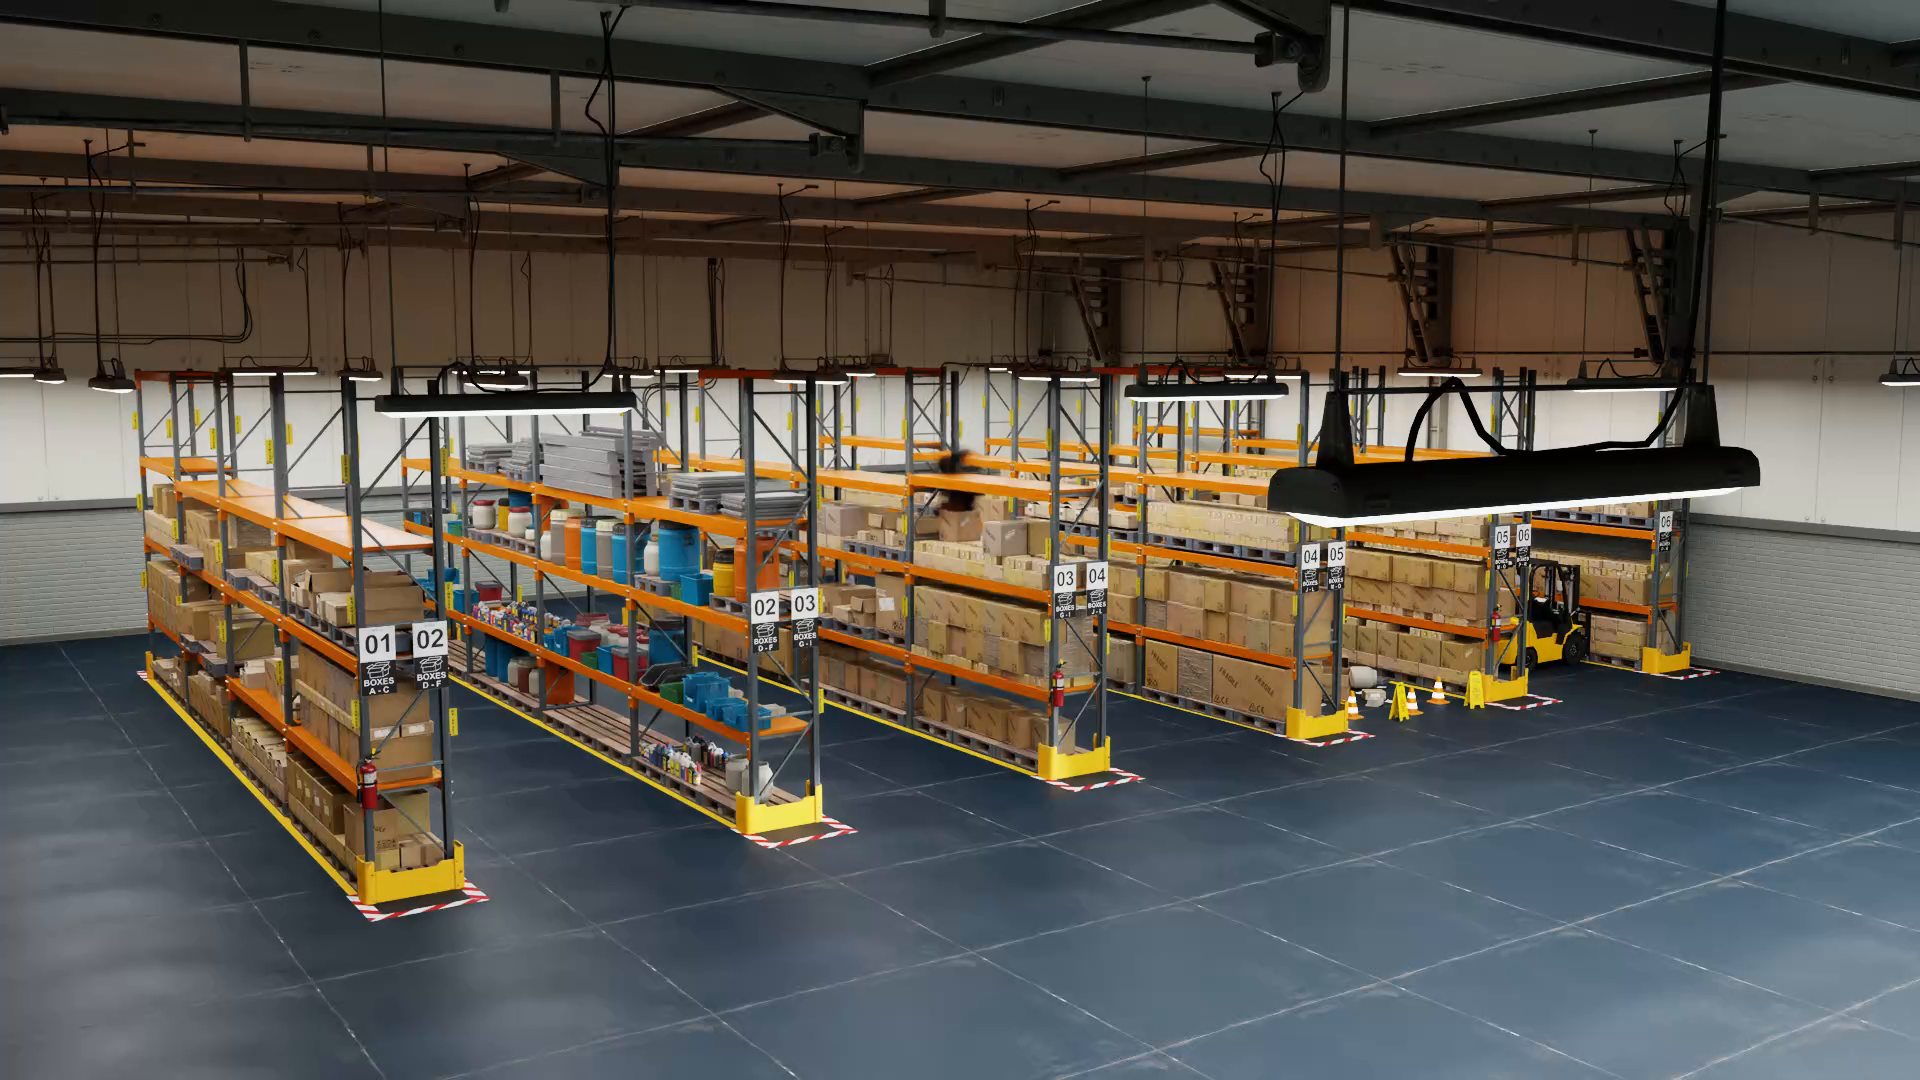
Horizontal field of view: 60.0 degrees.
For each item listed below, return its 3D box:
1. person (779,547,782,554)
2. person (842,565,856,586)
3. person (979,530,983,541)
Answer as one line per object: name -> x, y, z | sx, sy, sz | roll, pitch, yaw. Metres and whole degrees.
person -> -4.470, 0.987, 39.873 | 0.715, 1.663, 0.937 | 2, 7, 15
person -> -2.551, 1.369, 37.027 | 0.615, 1.637, 0.818 | -4, 7, -30
person -> 0.650, 0.410, 44.919 | 0.735, 1.796, 0.771 | 1, 6, 6
